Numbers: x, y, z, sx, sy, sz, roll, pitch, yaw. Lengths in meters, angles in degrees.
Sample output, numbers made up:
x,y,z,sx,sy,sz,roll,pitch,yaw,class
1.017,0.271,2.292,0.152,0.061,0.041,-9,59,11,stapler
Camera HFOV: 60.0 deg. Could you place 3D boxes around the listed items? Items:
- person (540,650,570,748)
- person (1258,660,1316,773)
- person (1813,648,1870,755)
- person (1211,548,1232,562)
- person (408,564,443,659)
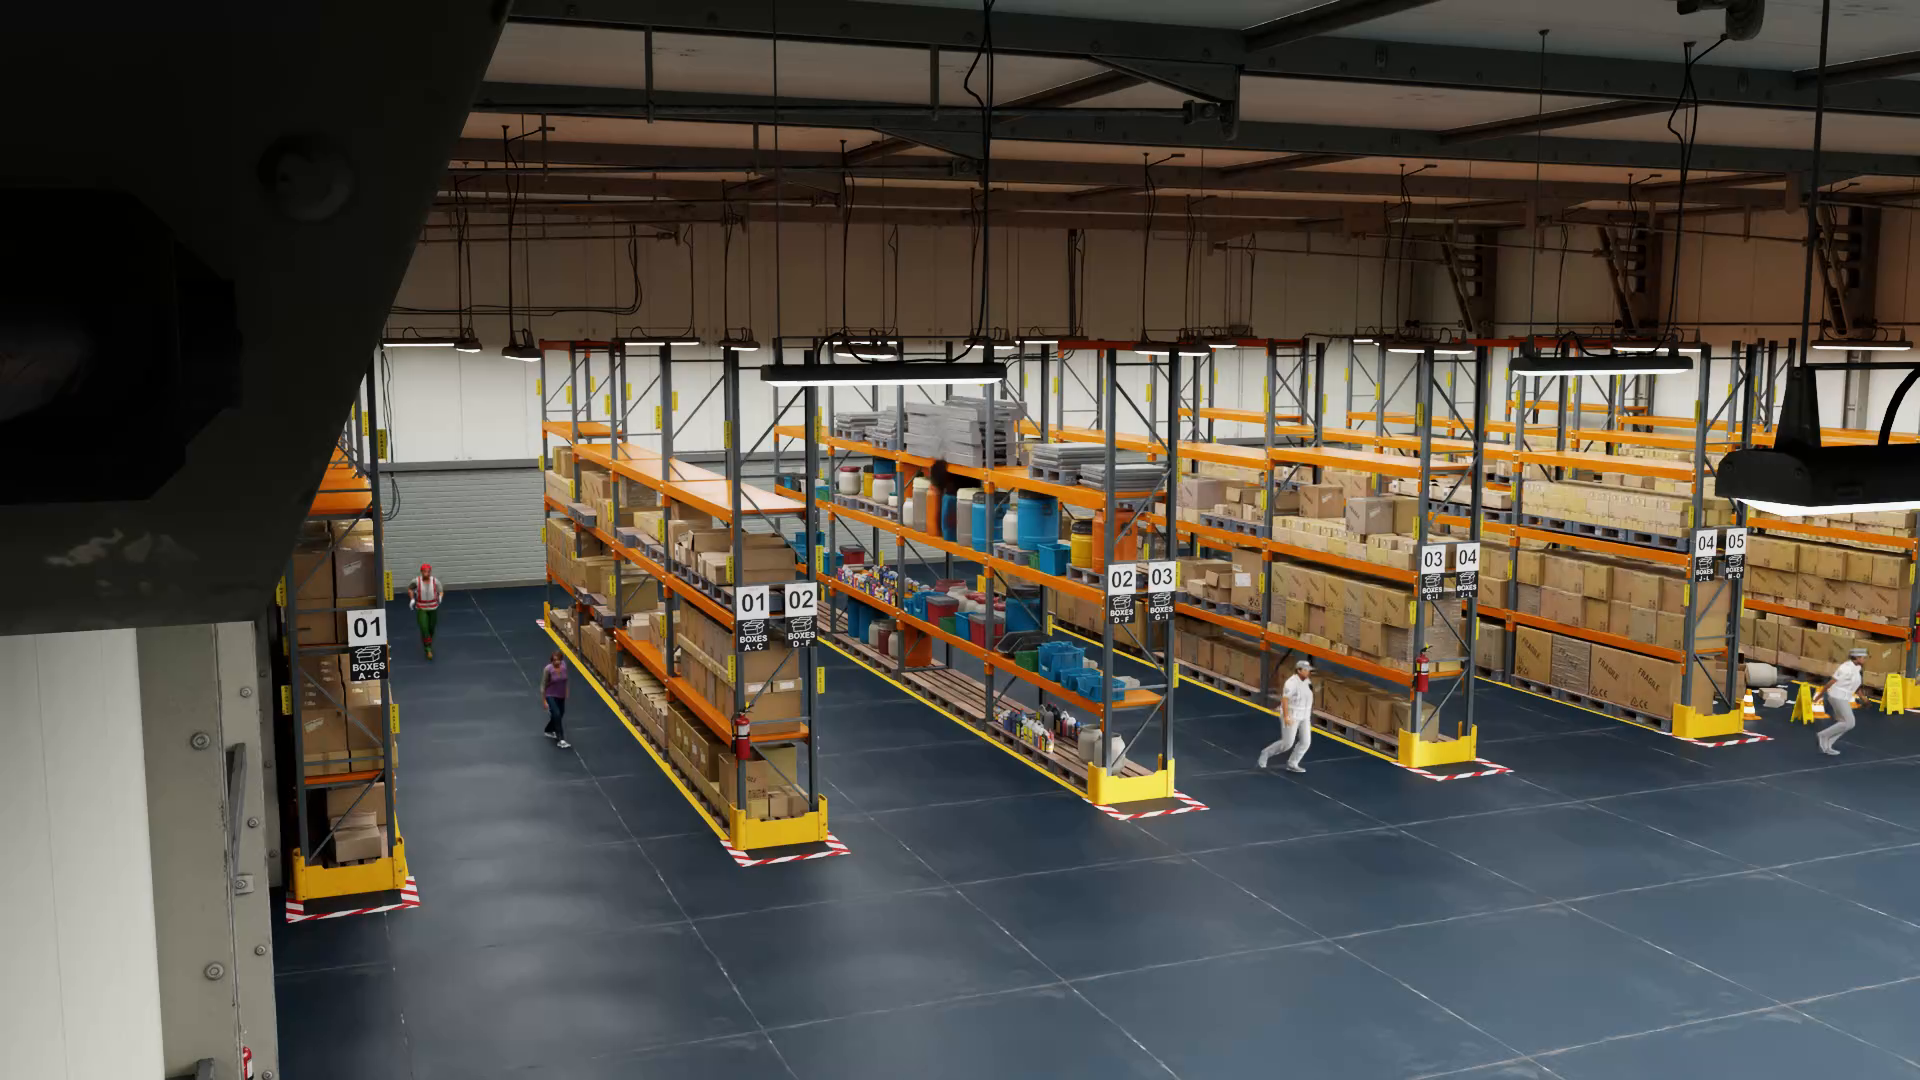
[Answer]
x,y,z,sx,sy,sz,roll,pitch,yaw,class
-6.135,2.355,25.058,0.796,1.464,0.528,7,10,44,person
4.638,2.486,23.458,0.757,1.598,0.566,-5,9,-34,person
12.990,2.366,24.483,0.691,1.585,0.606,7,10,42,person
6.479,0.069,41.456,0.933,1.742,0.707,1,7,7,person
-10.200,1.319,31.790,0.624,1.786,0.991,-4,8,-26,person
